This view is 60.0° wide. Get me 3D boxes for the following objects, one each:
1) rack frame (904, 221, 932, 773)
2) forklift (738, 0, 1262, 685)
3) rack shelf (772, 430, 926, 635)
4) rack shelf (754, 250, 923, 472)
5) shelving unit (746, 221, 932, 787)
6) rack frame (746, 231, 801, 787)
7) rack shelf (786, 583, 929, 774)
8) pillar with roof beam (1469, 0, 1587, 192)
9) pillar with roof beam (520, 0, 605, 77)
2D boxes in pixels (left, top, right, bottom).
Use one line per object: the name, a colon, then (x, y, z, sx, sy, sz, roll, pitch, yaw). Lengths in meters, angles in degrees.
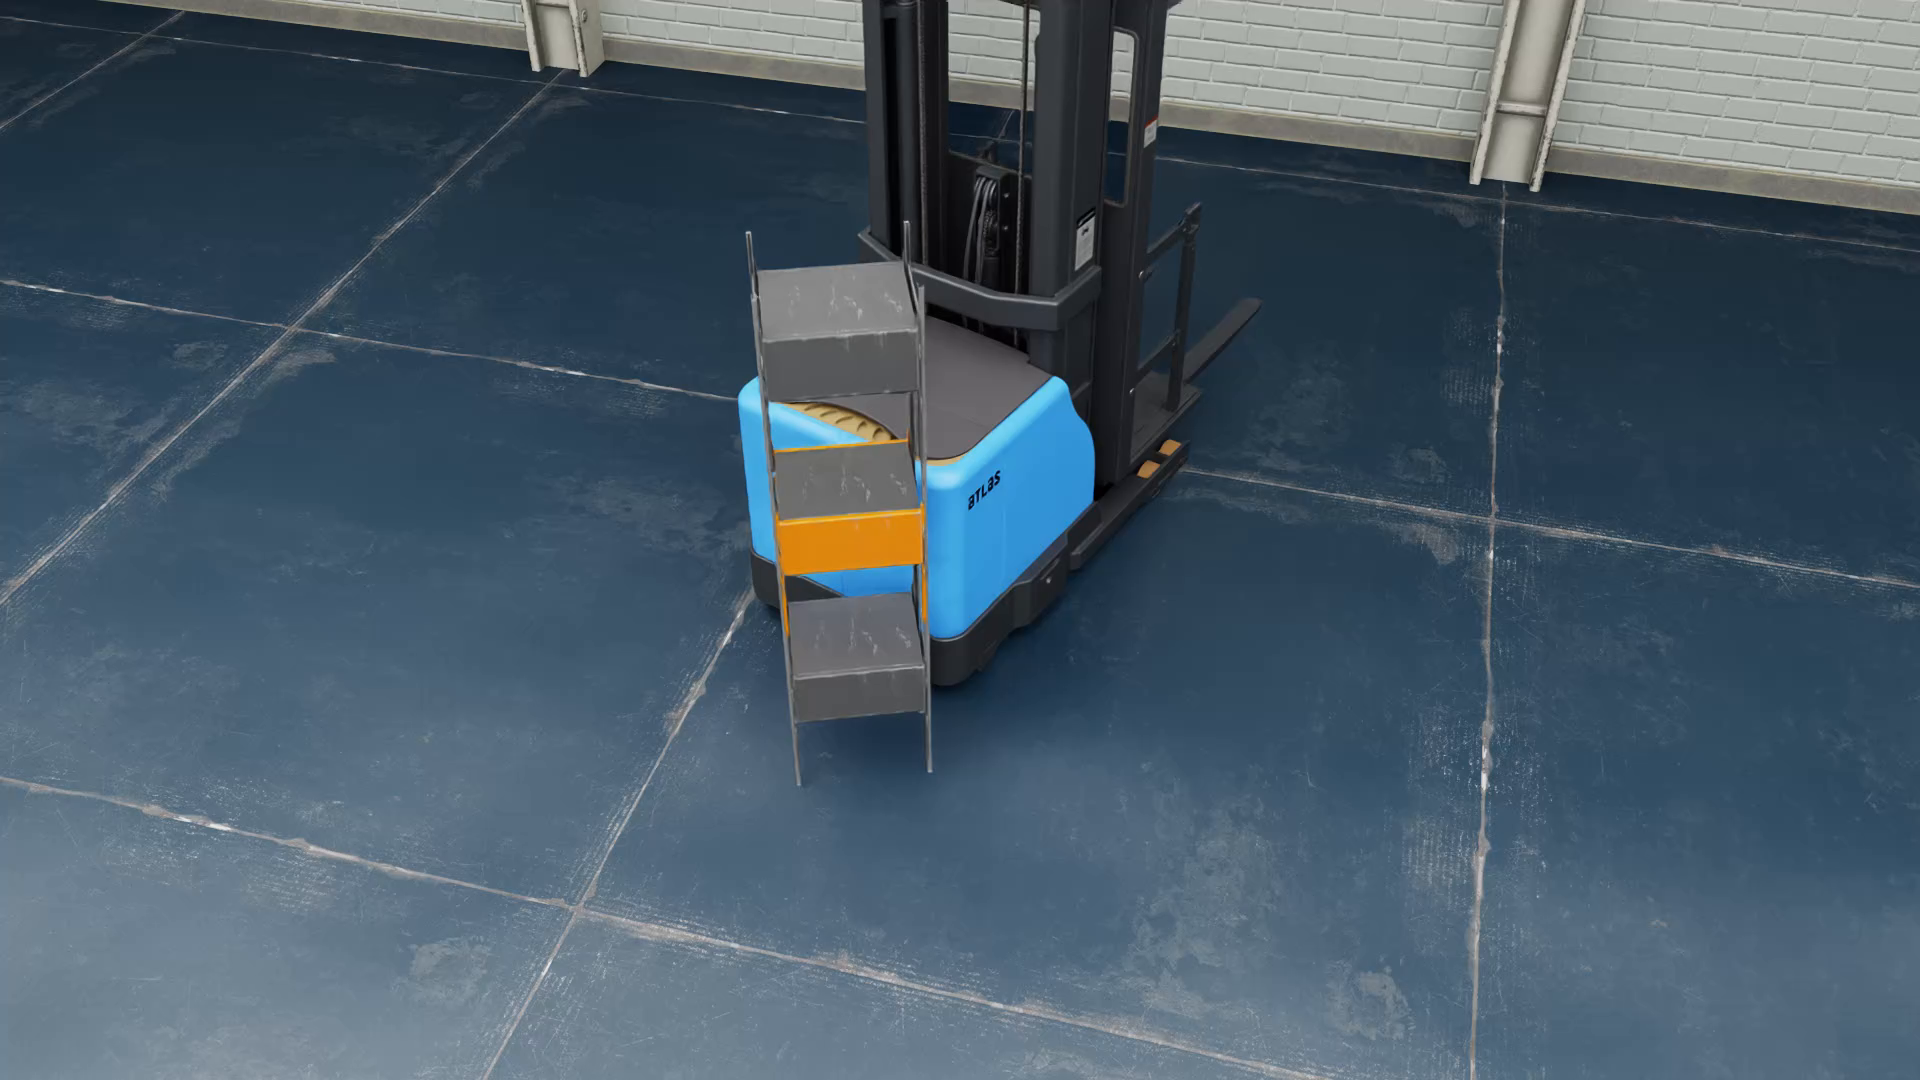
rack frame: (-0.140, -0.060, 5.688, 0.015, 2.100, 0.400, -5, 40, -6)
forklift: (0.389, -1.469, 6.720, 1.130, 2.935, 3.031, 24, 45, 25)
rack shelf: (-0.381, -0.028, 5.671, 0.480, 0.518, 0.431, -5, 40, -6)
rack shelf: (-0.382, -0.564, 5.221, 0.480, 0.518, 0.431, -5, 40, -6)
shelving unit: (-0.381, -0.038, 5.662, 0.503, 2.100, 0.431, -5, 40, -6)
rack frame: (-0.623, -0.017, 5.637, 0.015, 2.100, 0.400, -5, 40, -6)
rack shelf: (-0.381, 0.508, 6.122, 0.480, 0.518, 0.431, -5, 40, -6)
pillar with roof beam: (2.101, -2.922, 3.732, 0.400, 9.000, 9.100, 10, 41, 11)
pillar with roof beam: (-3.695, -3.919, 4.920, 0.400, 9.000, 9.100, 10, 41, 11)
